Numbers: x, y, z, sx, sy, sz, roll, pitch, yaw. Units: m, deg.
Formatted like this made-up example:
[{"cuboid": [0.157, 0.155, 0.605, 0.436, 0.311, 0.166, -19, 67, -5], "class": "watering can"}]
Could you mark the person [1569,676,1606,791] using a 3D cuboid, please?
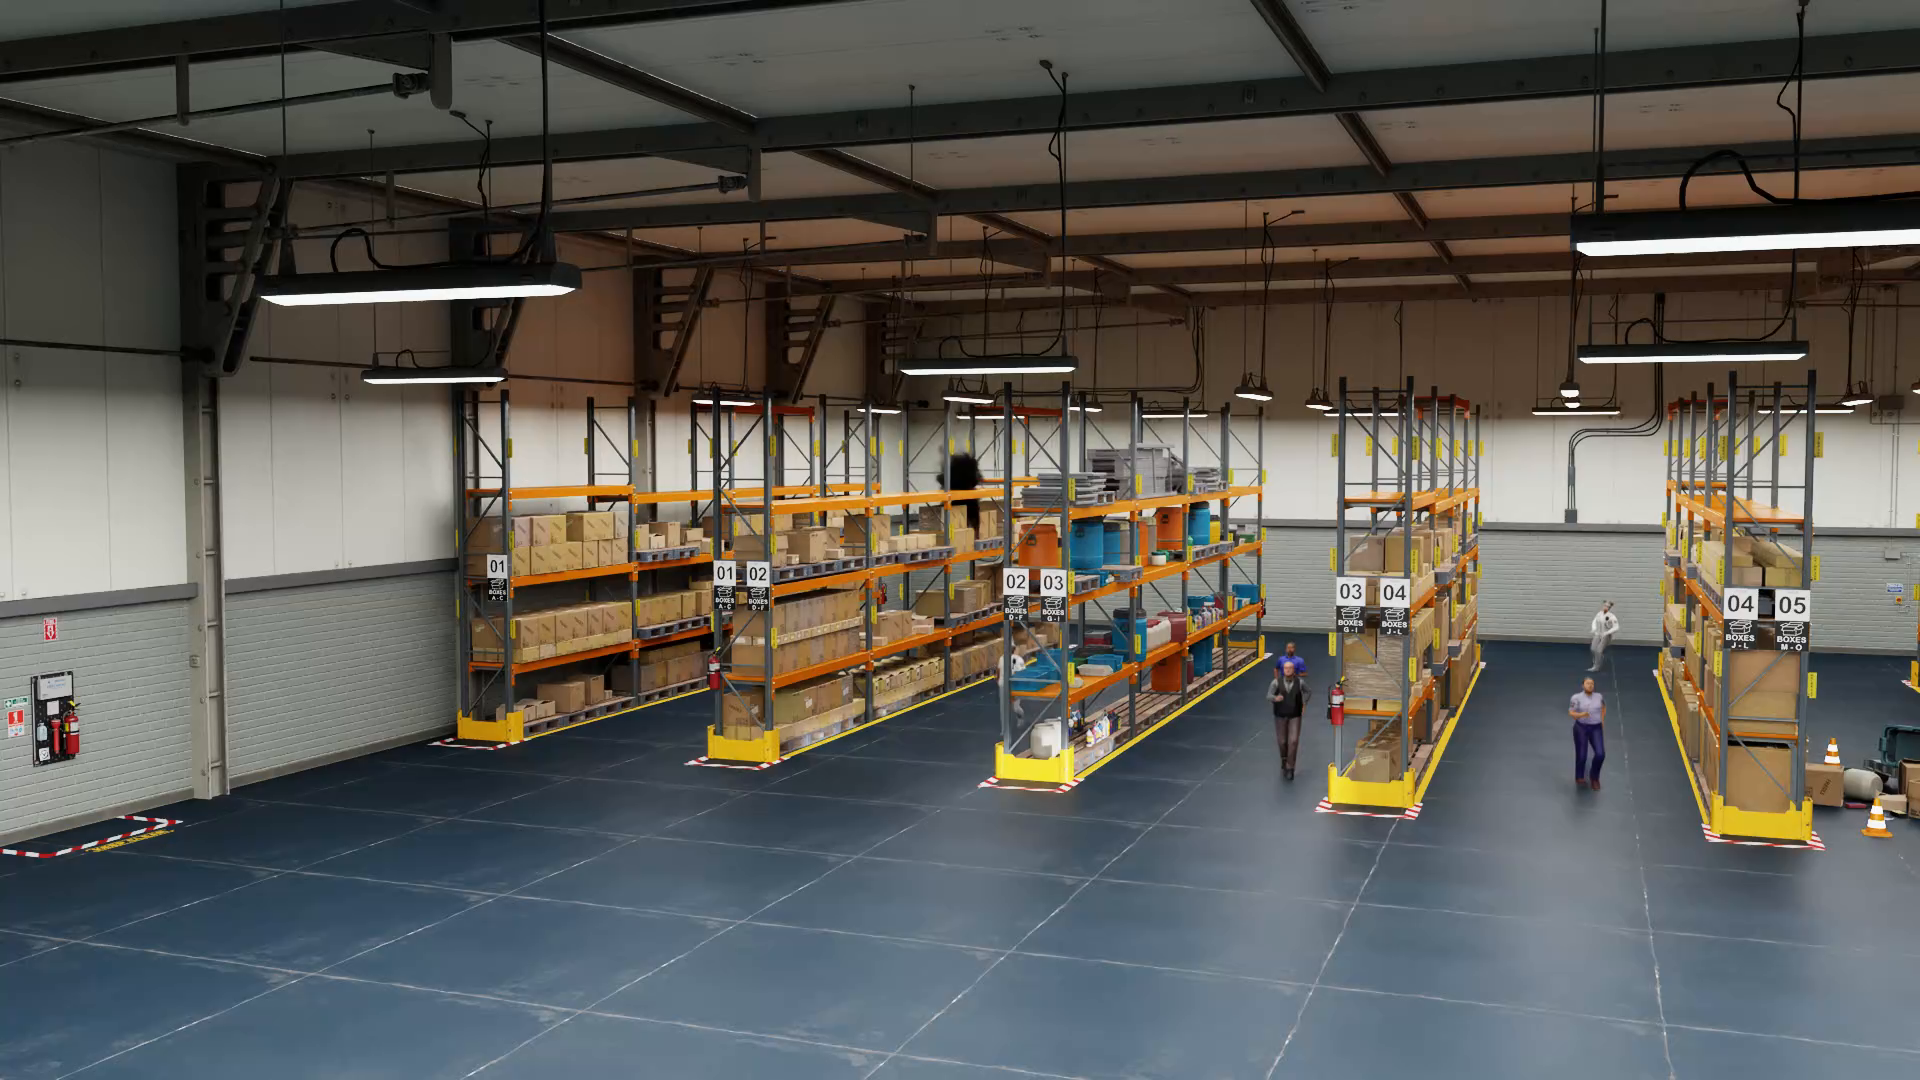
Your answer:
[{"cuboid": [9.239, 2.849, 24.420, 0.583, 1.681, 0.660, 0, 3, 7], "class": "person"}]

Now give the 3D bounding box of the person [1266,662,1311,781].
[{"cuboid": [4.991, 2.722, 25.302, 0.657, 1.729, 0.888, 1, 3, 16], "class": "person"}]

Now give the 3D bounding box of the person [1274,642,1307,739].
[{"cuboid": [5.716, 2.578, 28.814, 0.583, 1.632, 0.924, 1, 3, 16], "class": "person"}]

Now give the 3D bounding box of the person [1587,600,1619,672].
[{"cuboid": [14.360, 2.149, 37.113, 0.511, 1.621, 0.659, -3, 4, -43], "class": "person"}]

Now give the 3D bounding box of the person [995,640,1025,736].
[{"cuboid": [0.877, 2.562, 29.105, 0.588, 1.663, 0.834, 1, 3, 20], "class": "person"}]
